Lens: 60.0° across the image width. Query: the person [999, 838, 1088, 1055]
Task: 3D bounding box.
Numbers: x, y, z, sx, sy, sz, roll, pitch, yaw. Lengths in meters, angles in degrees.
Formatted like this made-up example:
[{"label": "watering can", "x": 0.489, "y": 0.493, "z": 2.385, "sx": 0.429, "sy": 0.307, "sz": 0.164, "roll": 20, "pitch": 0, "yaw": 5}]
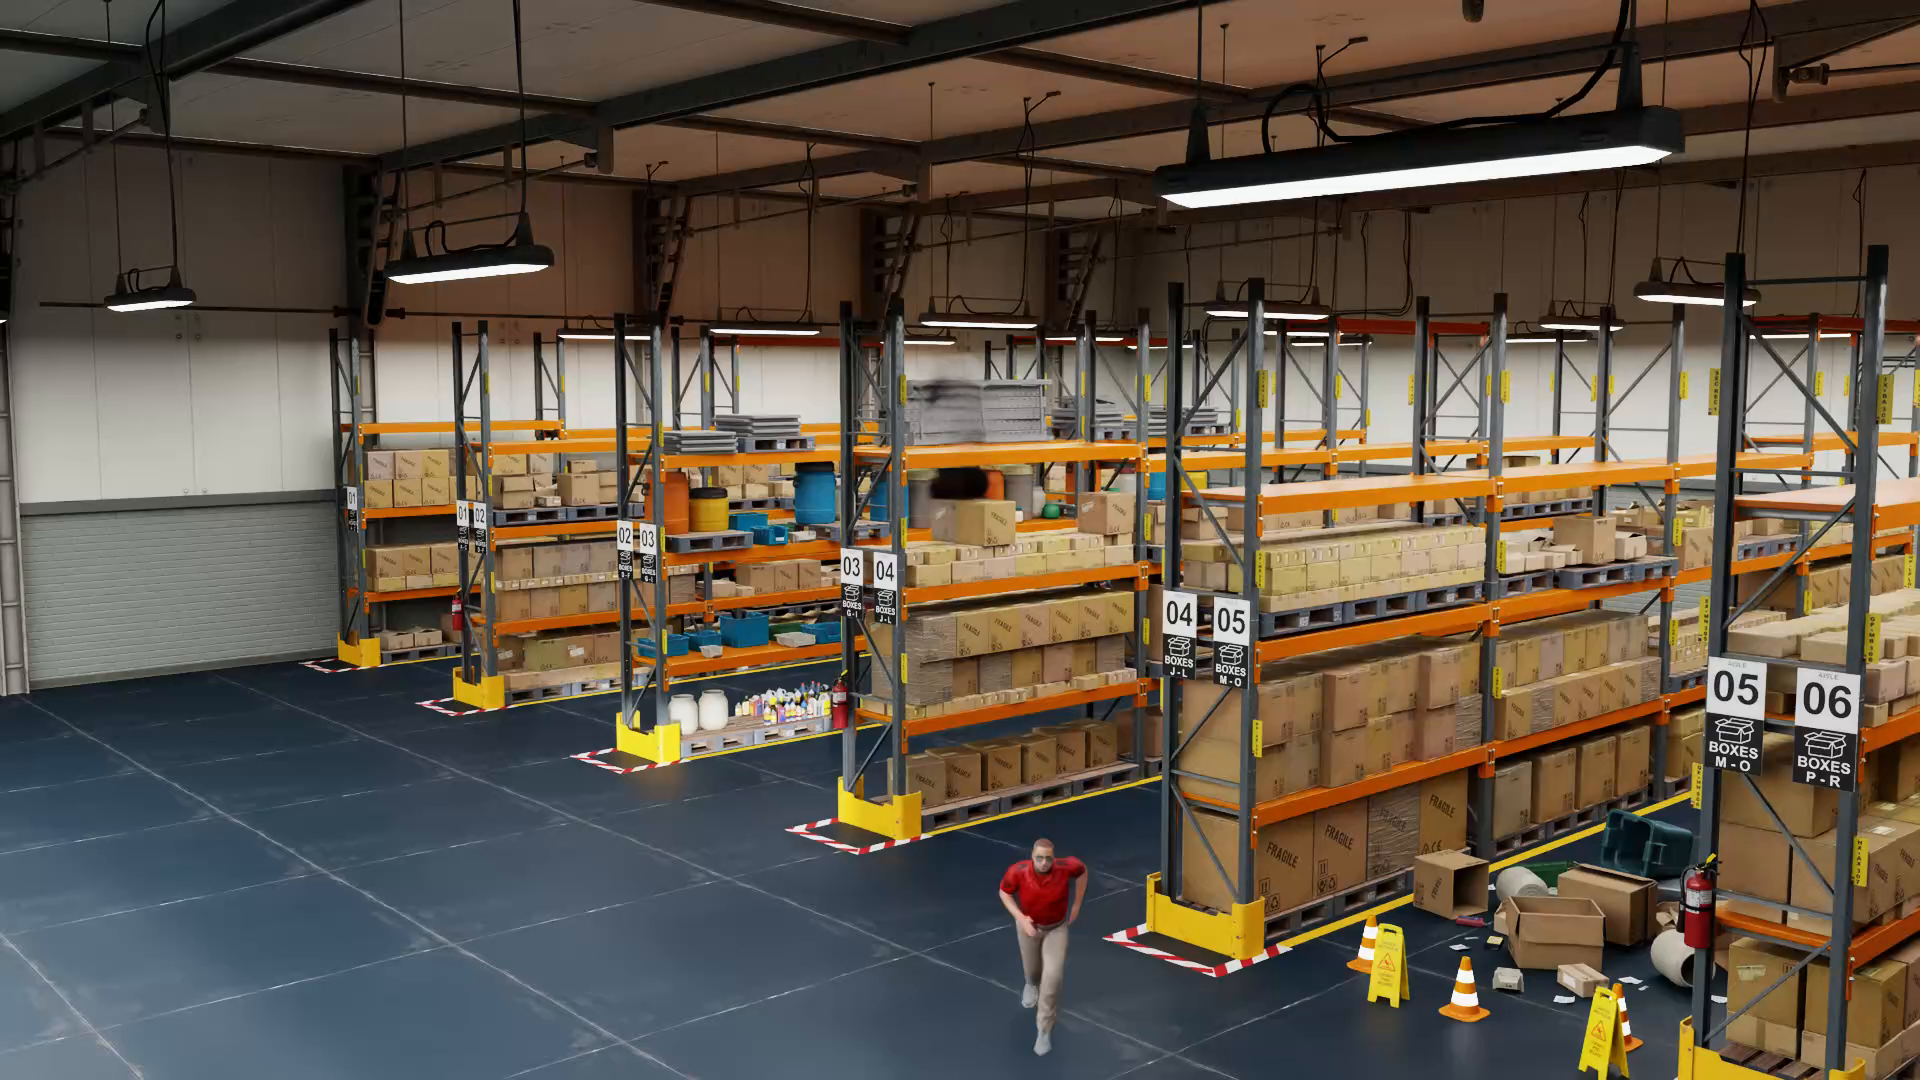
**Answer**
[{"label": "person", "x": 0.645, "y": 3.081, "z": 13.114, "sx": 0.703, "sy": 1.694, "sz": 1.019, "roll": 0, "pitch": 6, "yaw": -3}]
